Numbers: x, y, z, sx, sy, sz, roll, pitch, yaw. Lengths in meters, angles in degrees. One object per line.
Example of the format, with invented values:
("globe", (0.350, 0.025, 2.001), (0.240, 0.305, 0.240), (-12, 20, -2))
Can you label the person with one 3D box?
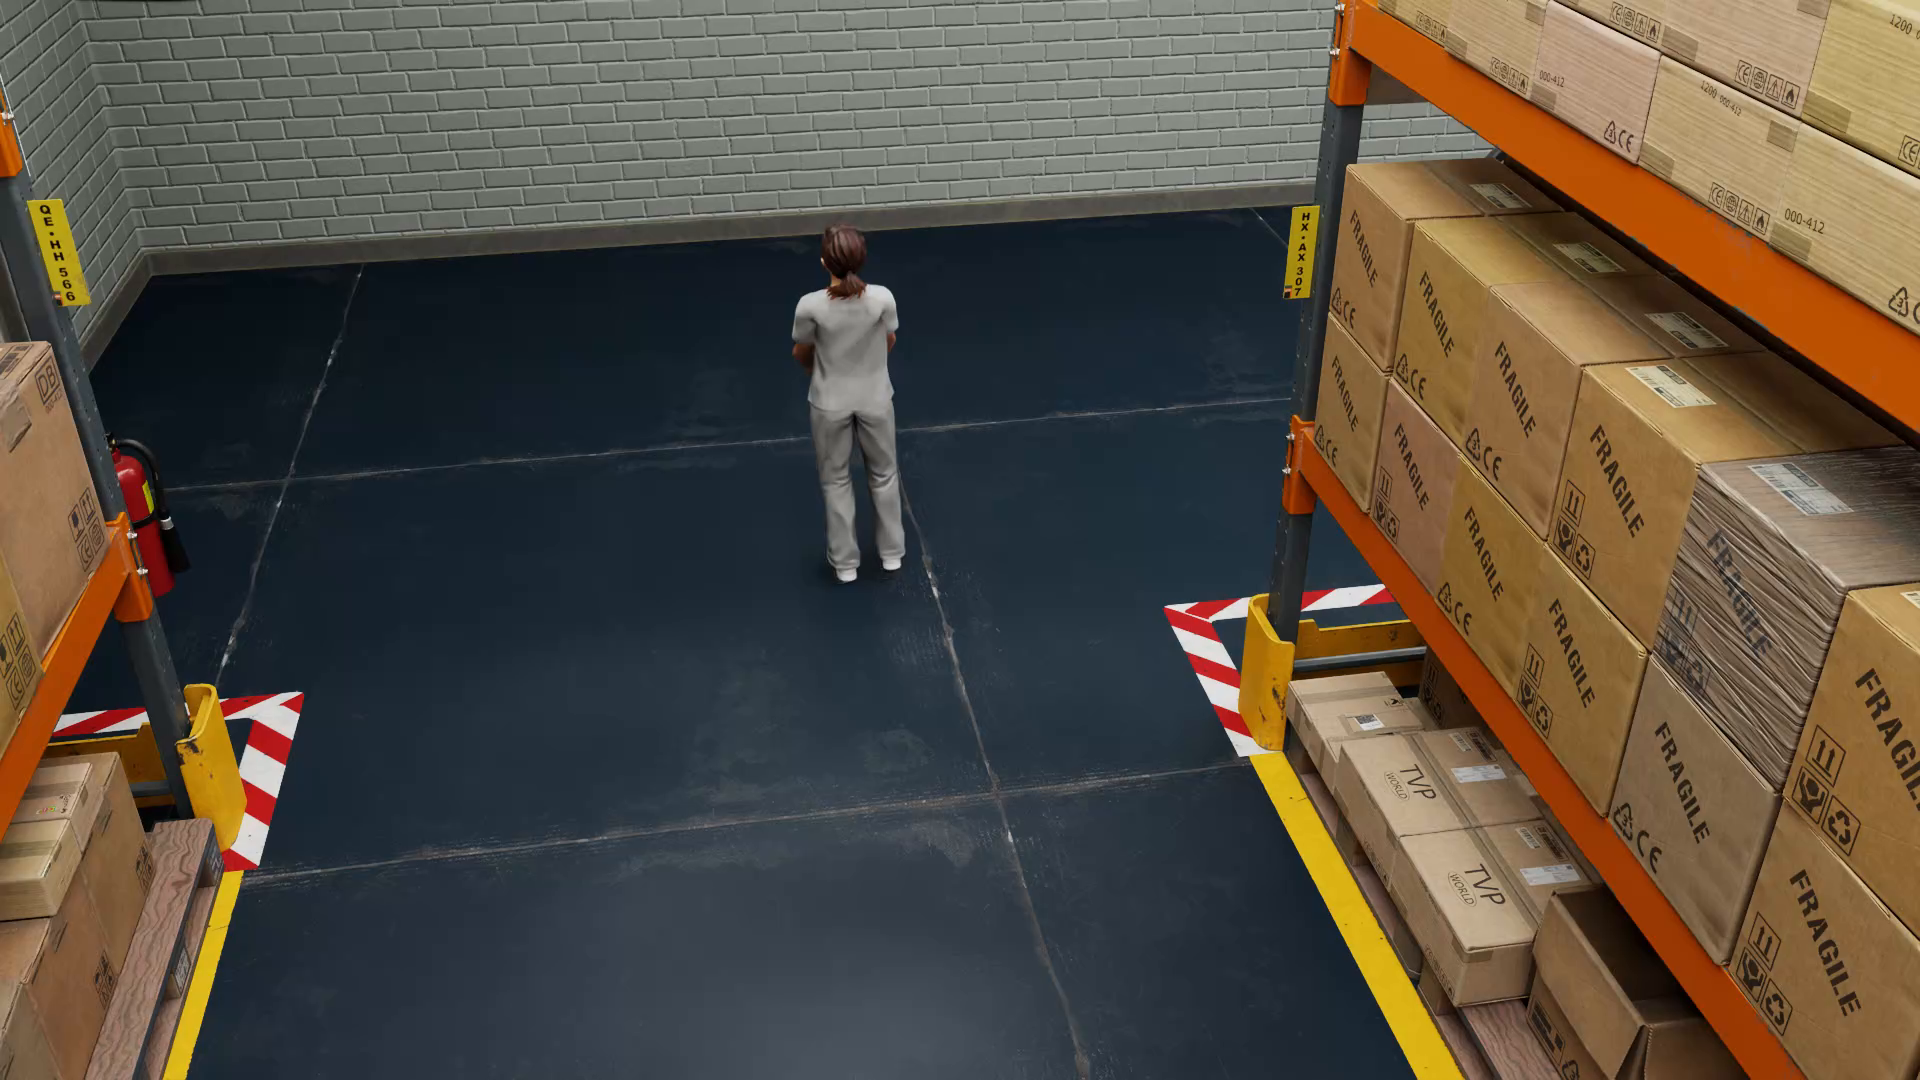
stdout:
("person", (-0.476, -0.591, 7.137), (0.467, 1.662, 0.525), (-5, 31, -9))
